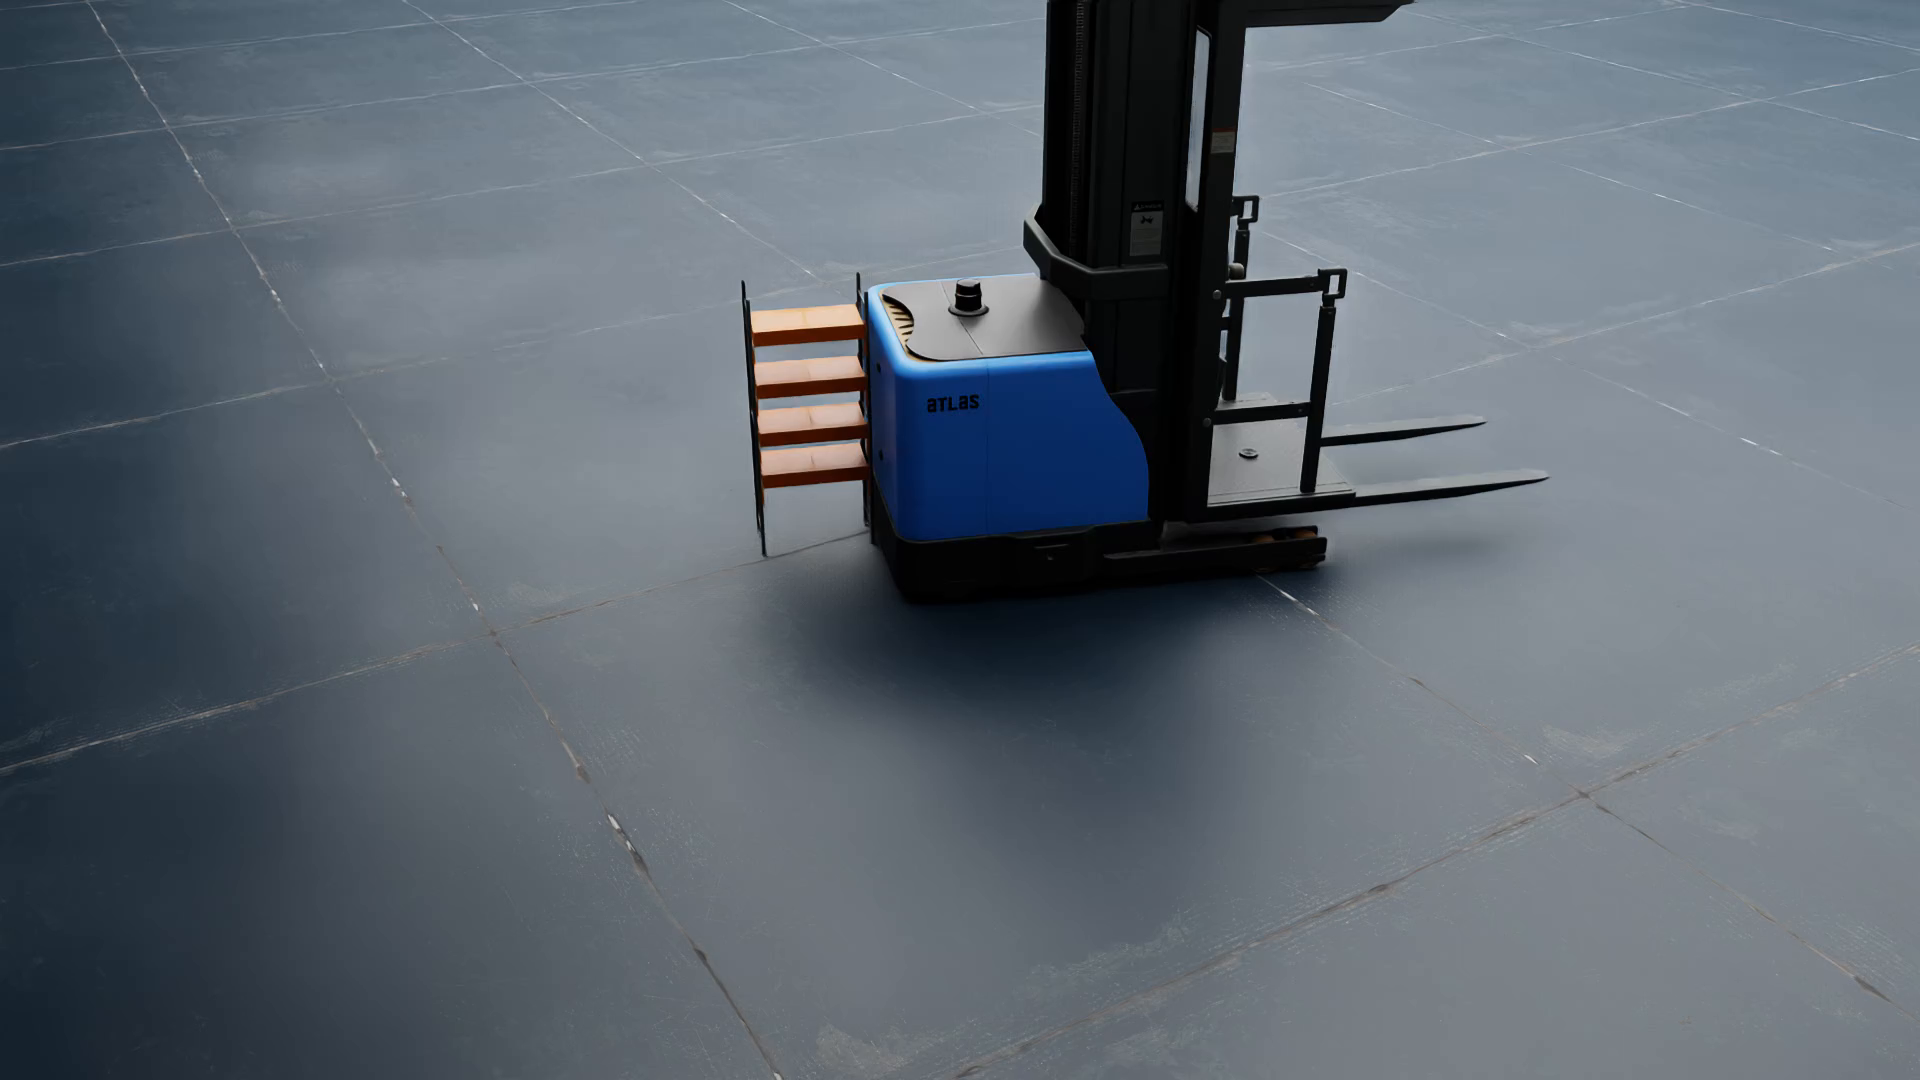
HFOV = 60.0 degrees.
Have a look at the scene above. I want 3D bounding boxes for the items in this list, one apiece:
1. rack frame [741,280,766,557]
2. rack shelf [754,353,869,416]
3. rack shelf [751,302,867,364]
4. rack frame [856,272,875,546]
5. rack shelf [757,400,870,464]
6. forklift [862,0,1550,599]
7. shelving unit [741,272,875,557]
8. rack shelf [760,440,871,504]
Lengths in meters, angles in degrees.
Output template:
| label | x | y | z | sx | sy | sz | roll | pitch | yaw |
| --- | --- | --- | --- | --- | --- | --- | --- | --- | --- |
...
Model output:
| label | x | y | z | sx | sy | sz | roll | pitch | yaw |
| --- | --- | --- | --- | --- | --- | --- | --- | --- | --- |
| rack frame | -0.888 | -0.509 | 7.169 | 0.015 | 1.200 | 0.240 | -6 | 29 | -10 |
| rack shelf | -0.649 | -0.670 | 7.136 | 0.480 | 0.148 | 0.258 | -6 | 29 | -10 |
| rack shelf | -0.649 | -0.877 | 7.022 | 0.480 | 0.148 | 0.258 | -6 | 29 | -10 |
| rack frame | -0.410 | -0.557 | 7.255 | 0.015 | 1.200 | 0.240 | -6 | 29 | -10 |
| rack shelf | -0.649 | -0.474 | 7.244 | 0.480 | 0.148 | 0.258 | -6 | 29 | -10 |
| forklift | 1.128 | -1.384 | 6.962 | 3.031 | 2.935 | 1.130 | -6 | 29 | -10 |
| shelving unit | -0.649 | -0.533 | 7.212 | 0.503 | 1.200 | 0.258 | -6 | 29 | -10 |
| rack shelf | -0.649 | -0.300 | 7.340 | 0.480 | 0.148 | 0.258 | -6 | 29 | -10 |
